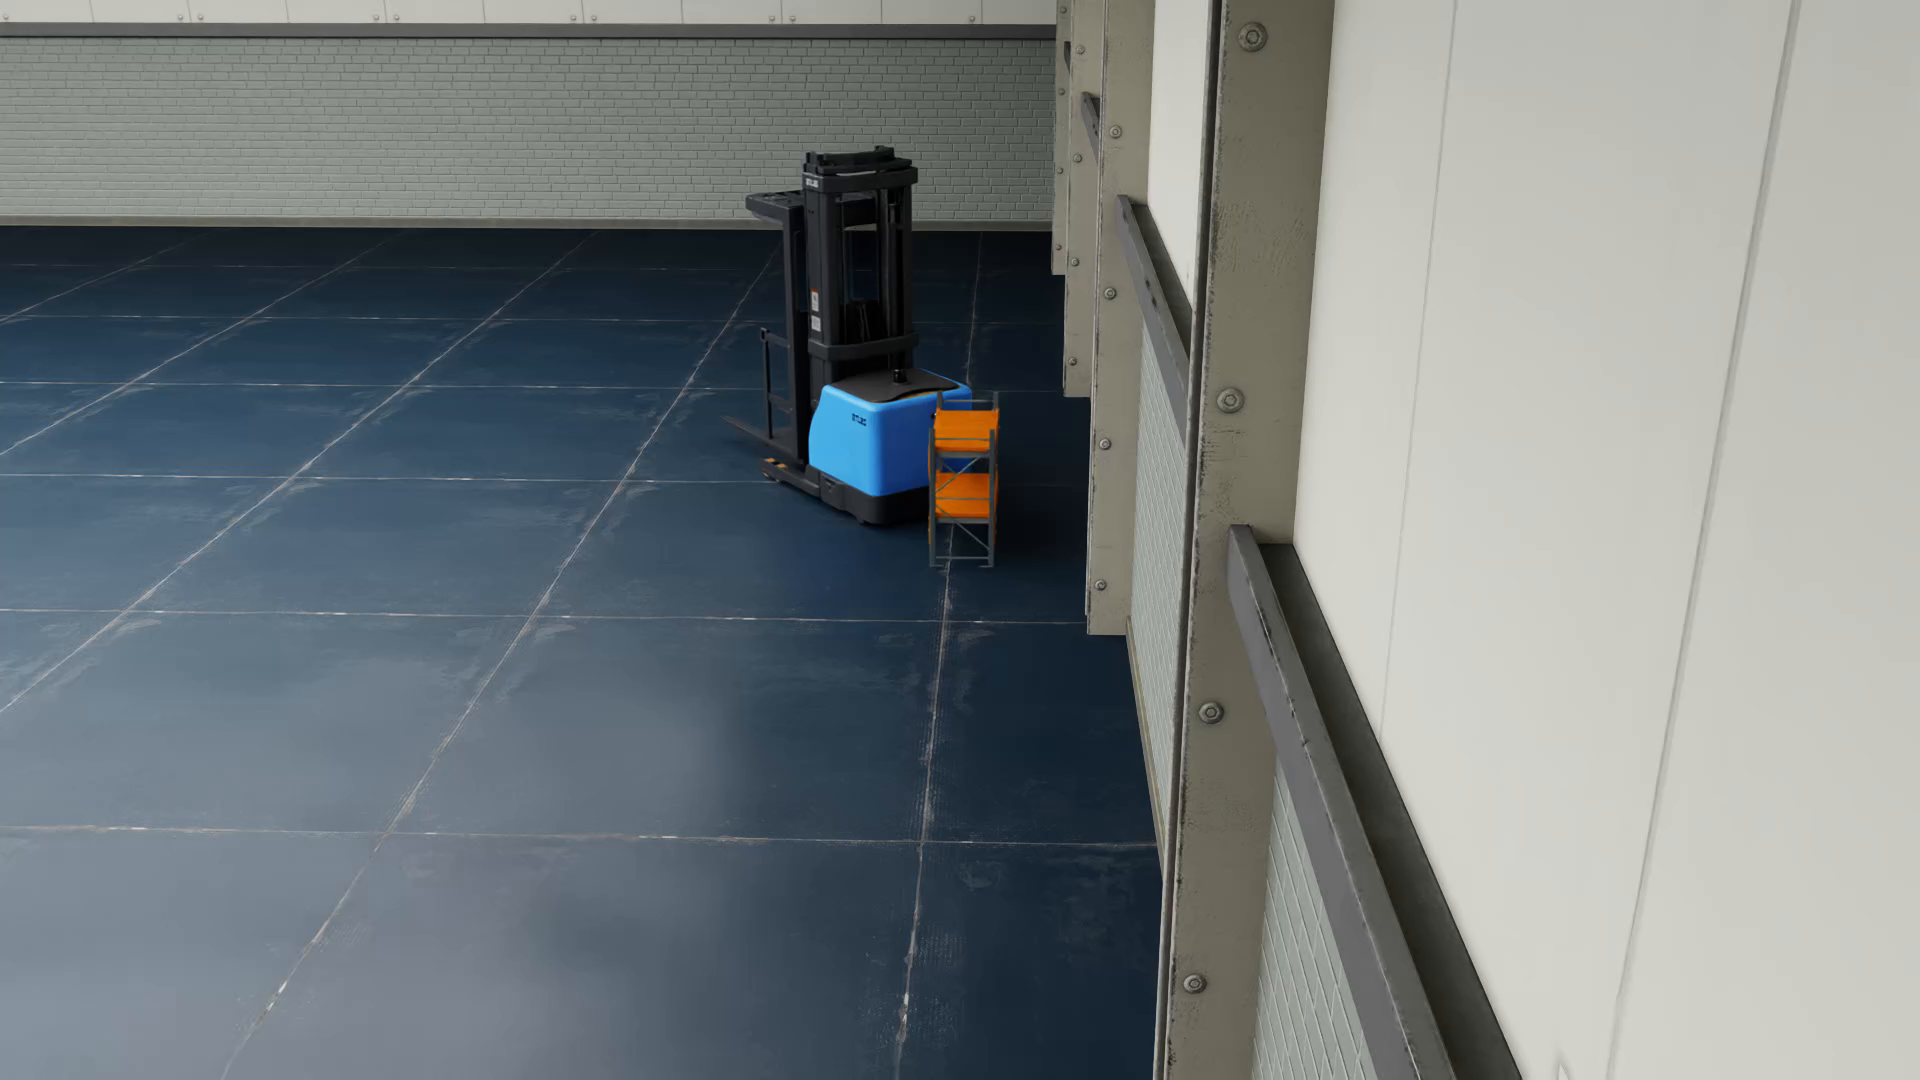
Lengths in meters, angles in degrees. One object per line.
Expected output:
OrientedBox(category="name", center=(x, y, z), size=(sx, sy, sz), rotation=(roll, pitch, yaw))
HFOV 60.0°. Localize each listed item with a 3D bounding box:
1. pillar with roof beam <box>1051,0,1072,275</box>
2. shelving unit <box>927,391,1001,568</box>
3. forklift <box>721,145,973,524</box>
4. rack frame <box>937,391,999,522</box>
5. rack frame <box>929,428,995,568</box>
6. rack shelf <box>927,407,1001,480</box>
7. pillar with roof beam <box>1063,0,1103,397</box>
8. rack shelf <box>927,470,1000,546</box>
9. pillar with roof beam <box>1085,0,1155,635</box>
OrientedBox(category="pillar with roof beam", center=(-2.873, -7.981, 21.658), size=(9.100, 9.000, 0.400), rotation=(1, 21, 2))
OrientedBox(category="shelving unit", center=(0.040, -0.497, 13.255), size=(0.538, 1.125, 1.048), rotation=(1, 21, 2))
OrientedBox(category="forklift", center=(-1.148, -1.970, 14.554), size=(1.130, 2.935, 3.031), rotation=(-14, 25, -33))
OrientedBox(category="rack frame", center=(0.064, -0.681, 13.728), size=(0.500, 1.125, 0.032), rotation=(1, 21, 2))
OrientedBox(category="rack frame", center=(0.017, -0.313, 12.781), size=(0.500, 1.125, 0.032), rotation=(1, 21, 2))
OrientedBox(category="rack shelf", center=(0.040, -0.770, 13.149), size=(0.538, 0.278, 1.000), rotation=(1, 21, 2))
OrientedBox(category="pillar with roof beam", center=(-3.056, -5.812, 16.067), size=(9.100, 9.000, 0.400), rotation=(1, 21, 2))
OrientedBox(category="rack shelf", center=(0.040, -0.269, 13.343), size=(0.538, 0.278, 1.000), rotation=(1, 21, 2))
OrientedBox(category="pillar with roof beam", center=(-3.238, -3.642, 10.476), size=(9.100, 9.000, 0.400), rotation=(1, 21, 2))
